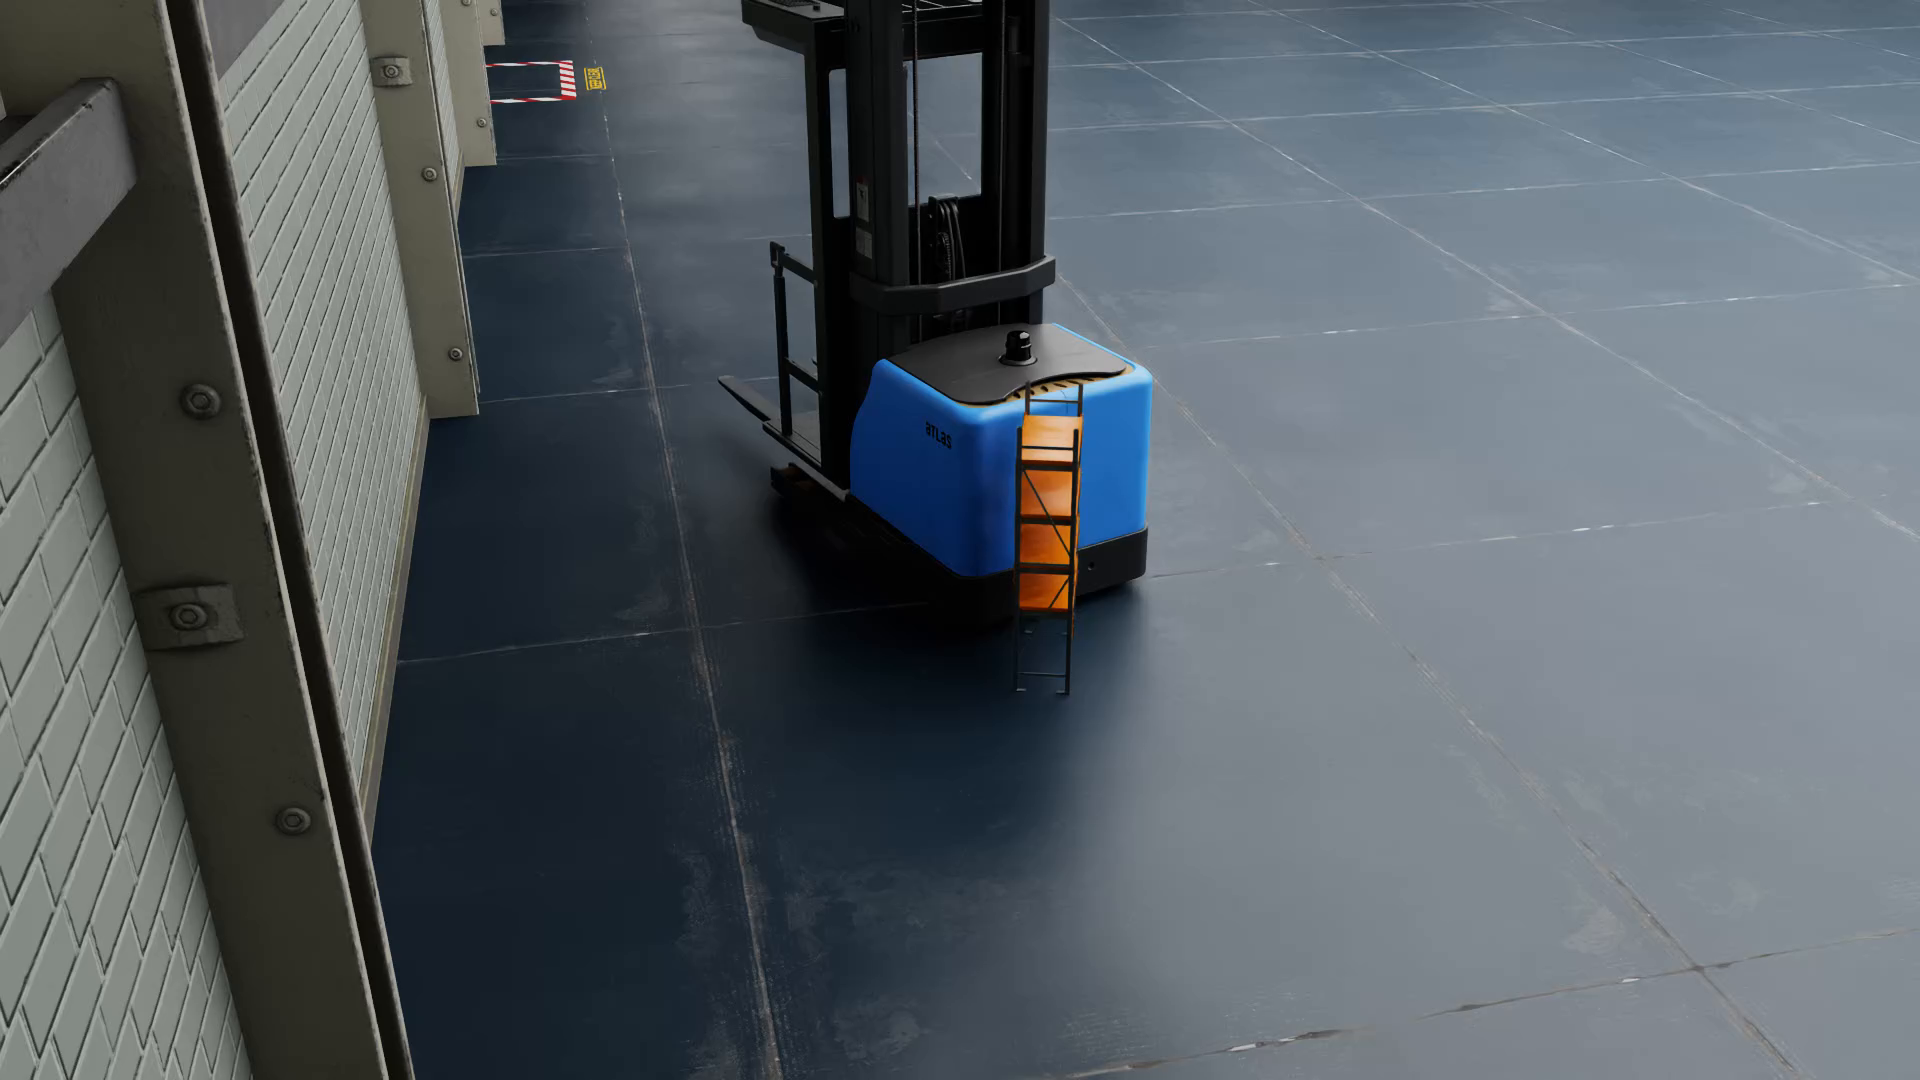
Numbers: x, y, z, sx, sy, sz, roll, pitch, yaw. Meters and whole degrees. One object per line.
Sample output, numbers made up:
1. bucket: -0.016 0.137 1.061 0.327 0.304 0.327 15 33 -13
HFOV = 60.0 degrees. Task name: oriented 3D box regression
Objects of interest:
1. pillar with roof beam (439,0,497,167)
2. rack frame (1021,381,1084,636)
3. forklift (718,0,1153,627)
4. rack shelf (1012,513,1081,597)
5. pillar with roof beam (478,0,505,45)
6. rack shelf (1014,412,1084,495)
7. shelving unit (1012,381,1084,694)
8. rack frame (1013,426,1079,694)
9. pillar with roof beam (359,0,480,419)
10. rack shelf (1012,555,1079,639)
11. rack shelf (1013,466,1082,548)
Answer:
1. pillar with roof beam: -0.162 -7.891 13.897 9.100 9.000 0.400 -6 27 -12
2. rack frame: 0.391 -0.116 7.148 0.240 1.200 0.015 3 27 5
3. forklift: -0.327 -1.548 8.065 1.130 2.935 3.031 -15 31 -28
4. rack shelf: 0.366 0.053 6.962 0.258 0.148 0.480 3 27 5
5. pillar with roof beam: -1.515 -10.525 19.115 9.100 9.000 0.400 -6 27 -12
6. rack shelf: 0.366 -0.358 6.755 0.258 0.148 0.480 3 27 5
7. shelving unit: 0.366 -0.007 6.932 0.258 1.200 0.503 3 27 5
8. rack frame: 0.341 0.103 6.715 0.240 1.200 0.015 3 27 5
9. pillar with roof beam: 1.190 -5.257 8.678 9.100 9.000 0.400 -6 27 -12
10. rack shelf: 0.366 0.231 7.052 0.258 0.148 0.480 3 27 5
11. rack shelf: 0.366 -0.146 6.861 0.258 0.148 0.480 3 27 5
